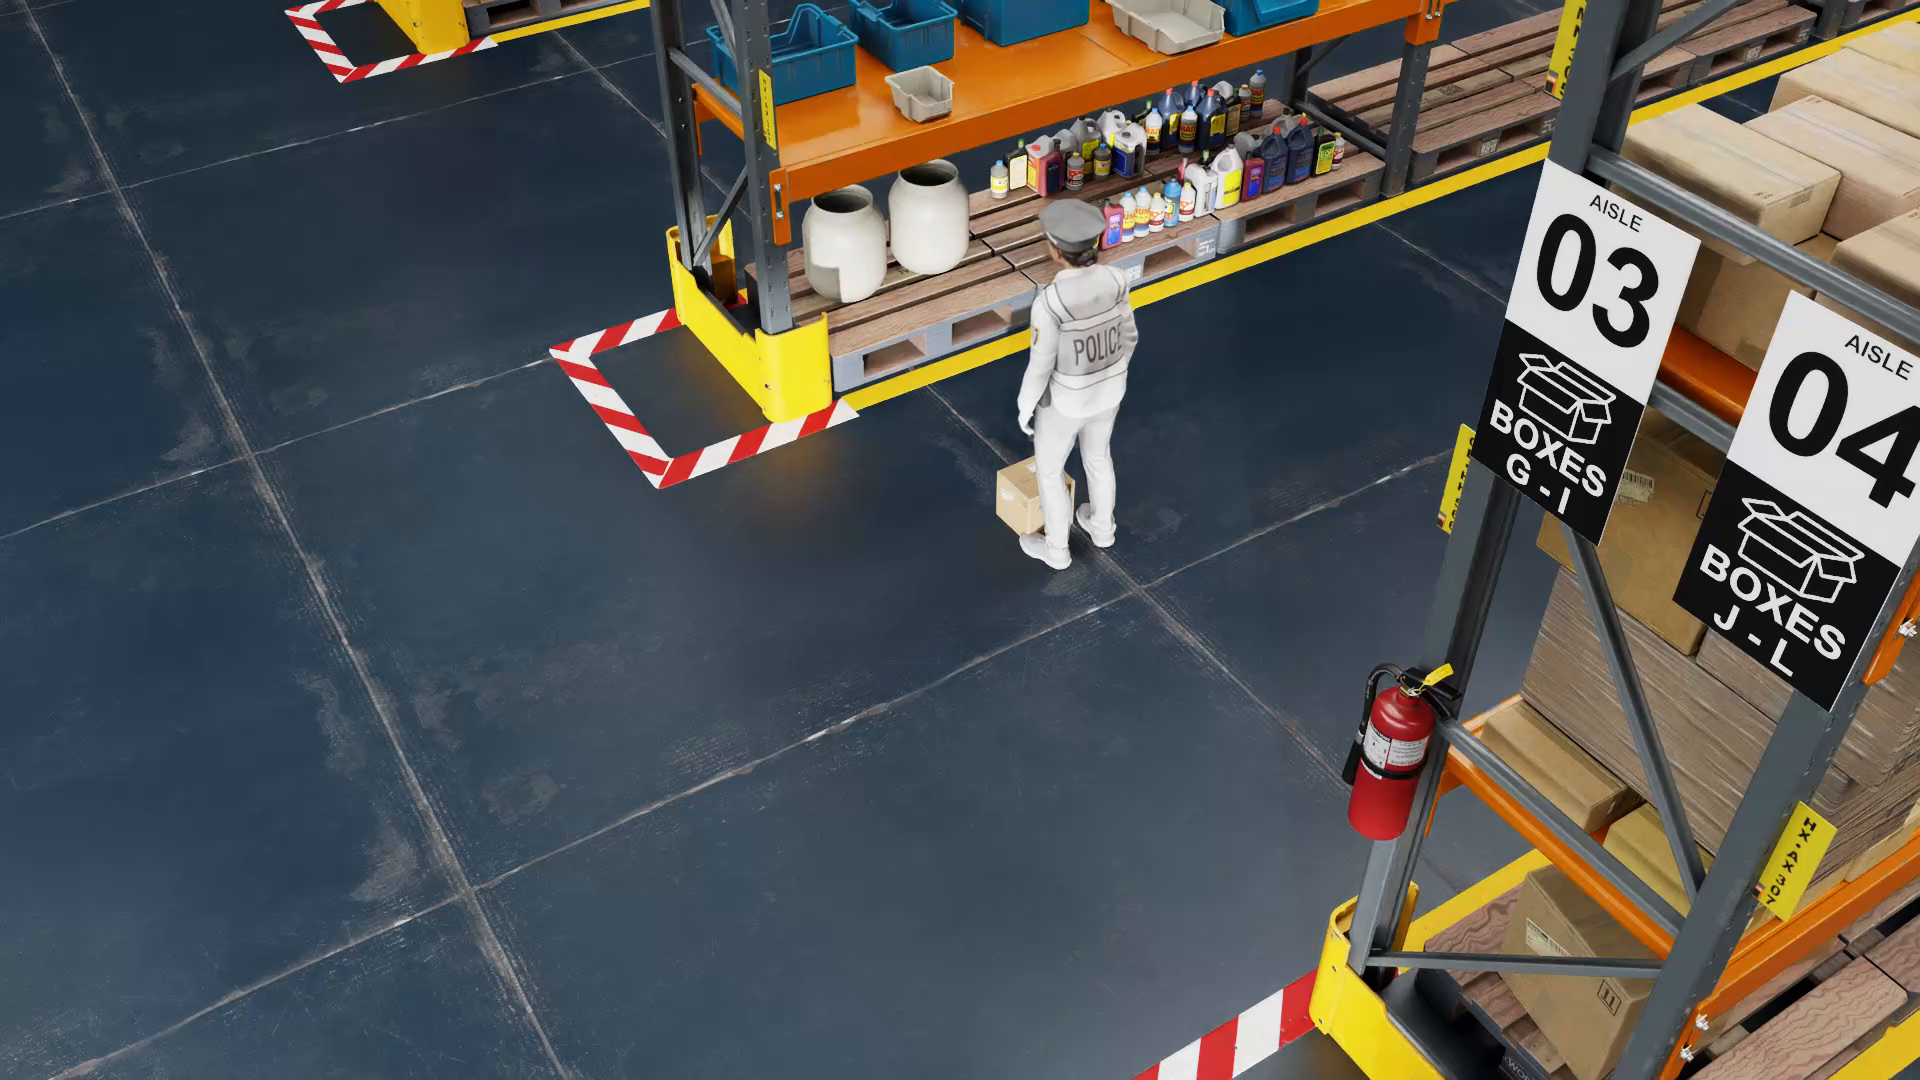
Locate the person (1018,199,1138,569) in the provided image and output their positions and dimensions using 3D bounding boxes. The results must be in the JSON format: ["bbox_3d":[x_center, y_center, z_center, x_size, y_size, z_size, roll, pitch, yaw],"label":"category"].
[{"bbox_3d":[0.473,-0.596,6.839,0.528,1.664,0.372,-23,46,-24],"label":"person"}]
